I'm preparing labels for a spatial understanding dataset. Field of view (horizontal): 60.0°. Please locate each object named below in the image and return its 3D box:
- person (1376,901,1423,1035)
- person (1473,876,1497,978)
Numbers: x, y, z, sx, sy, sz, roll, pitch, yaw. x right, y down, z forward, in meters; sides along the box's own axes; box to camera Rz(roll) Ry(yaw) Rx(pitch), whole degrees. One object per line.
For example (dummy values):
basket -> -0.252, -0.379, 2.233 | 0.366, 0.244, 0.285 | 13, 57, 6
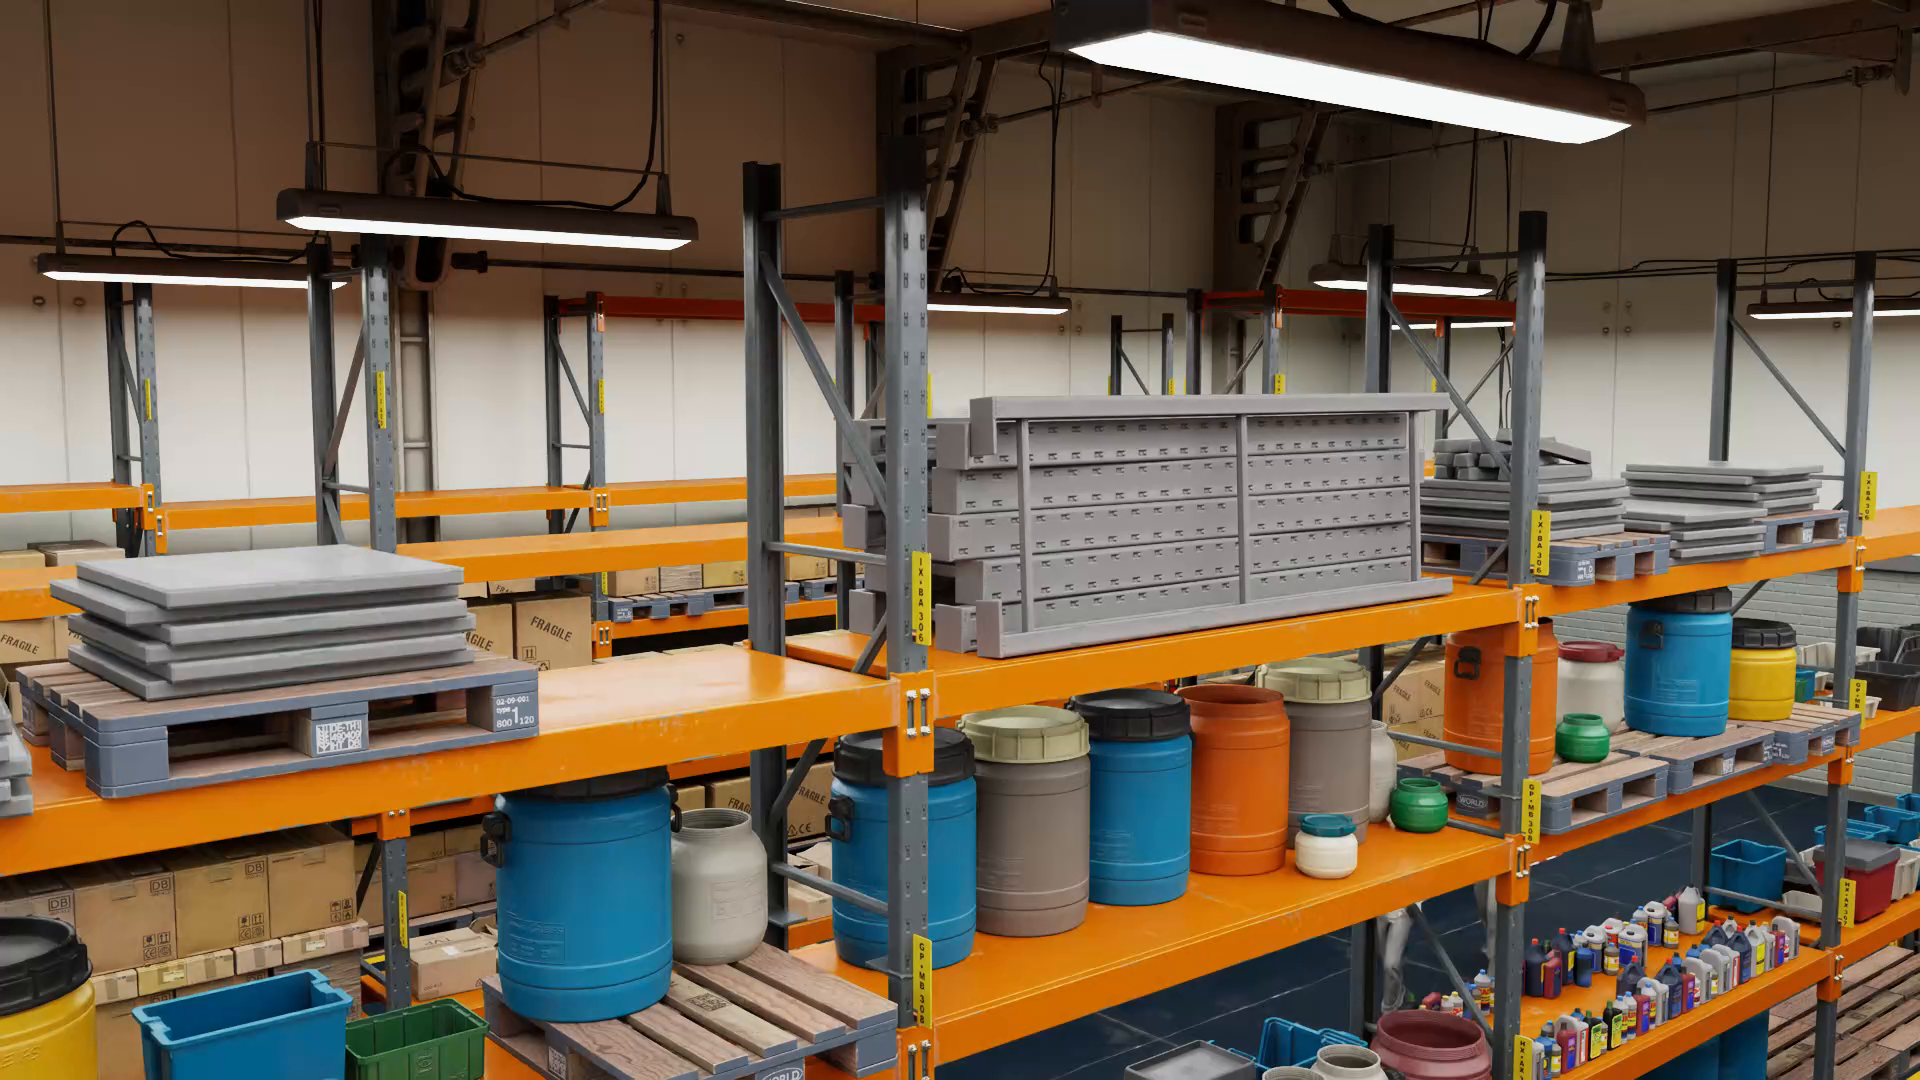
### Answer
person -> 3.462, 3.045, 13.352 | 0.557, 1.732, 0.816 | 5, 7, 39
person -> 4.667, 2.897, 14.620 | 0.605, 1.845, 0.857 | 5, 7, 39
